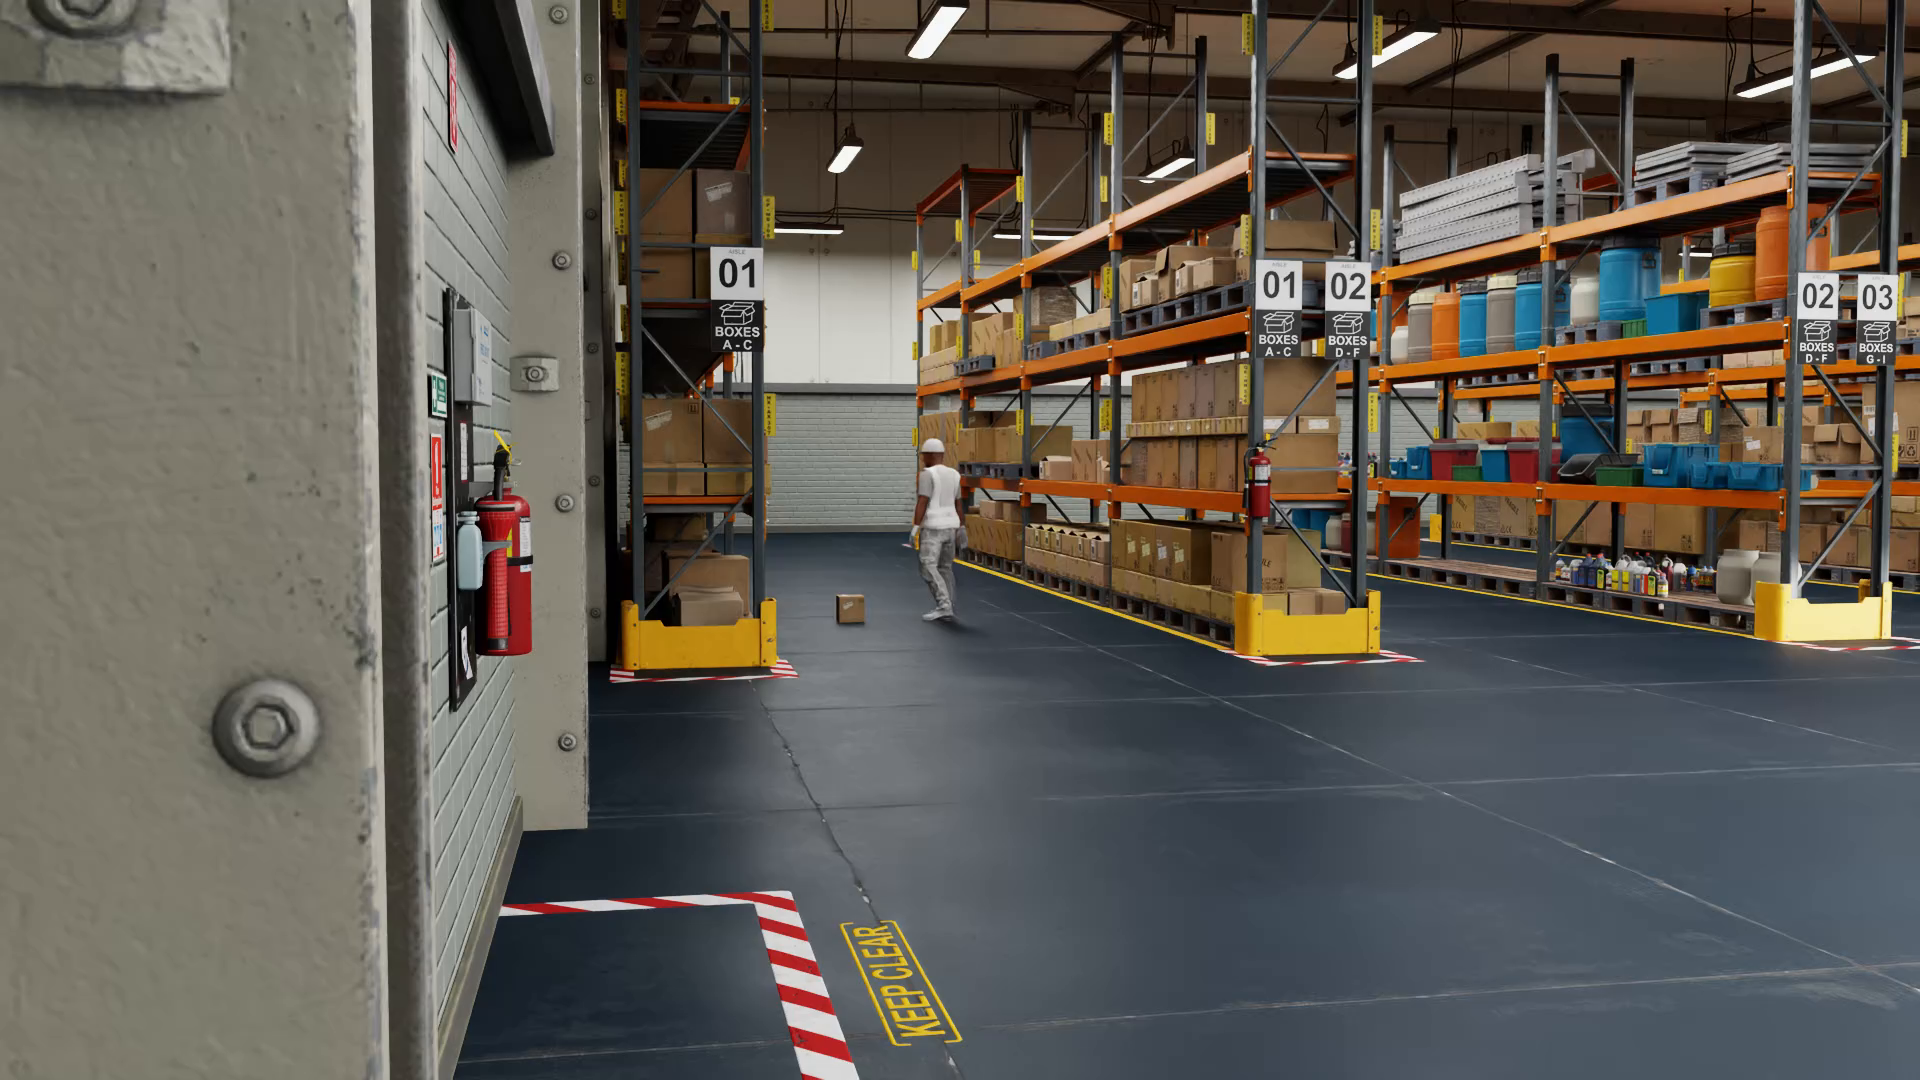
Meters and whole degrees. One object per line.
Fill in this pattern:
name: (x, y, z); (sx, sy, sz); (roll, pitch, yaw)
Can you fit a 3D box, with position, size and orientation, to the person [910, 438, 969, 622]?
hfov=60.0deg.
person: (-0.218, -0.085, 15.919); (0.675, 1.774, 0.765); (2, 4, 36)
